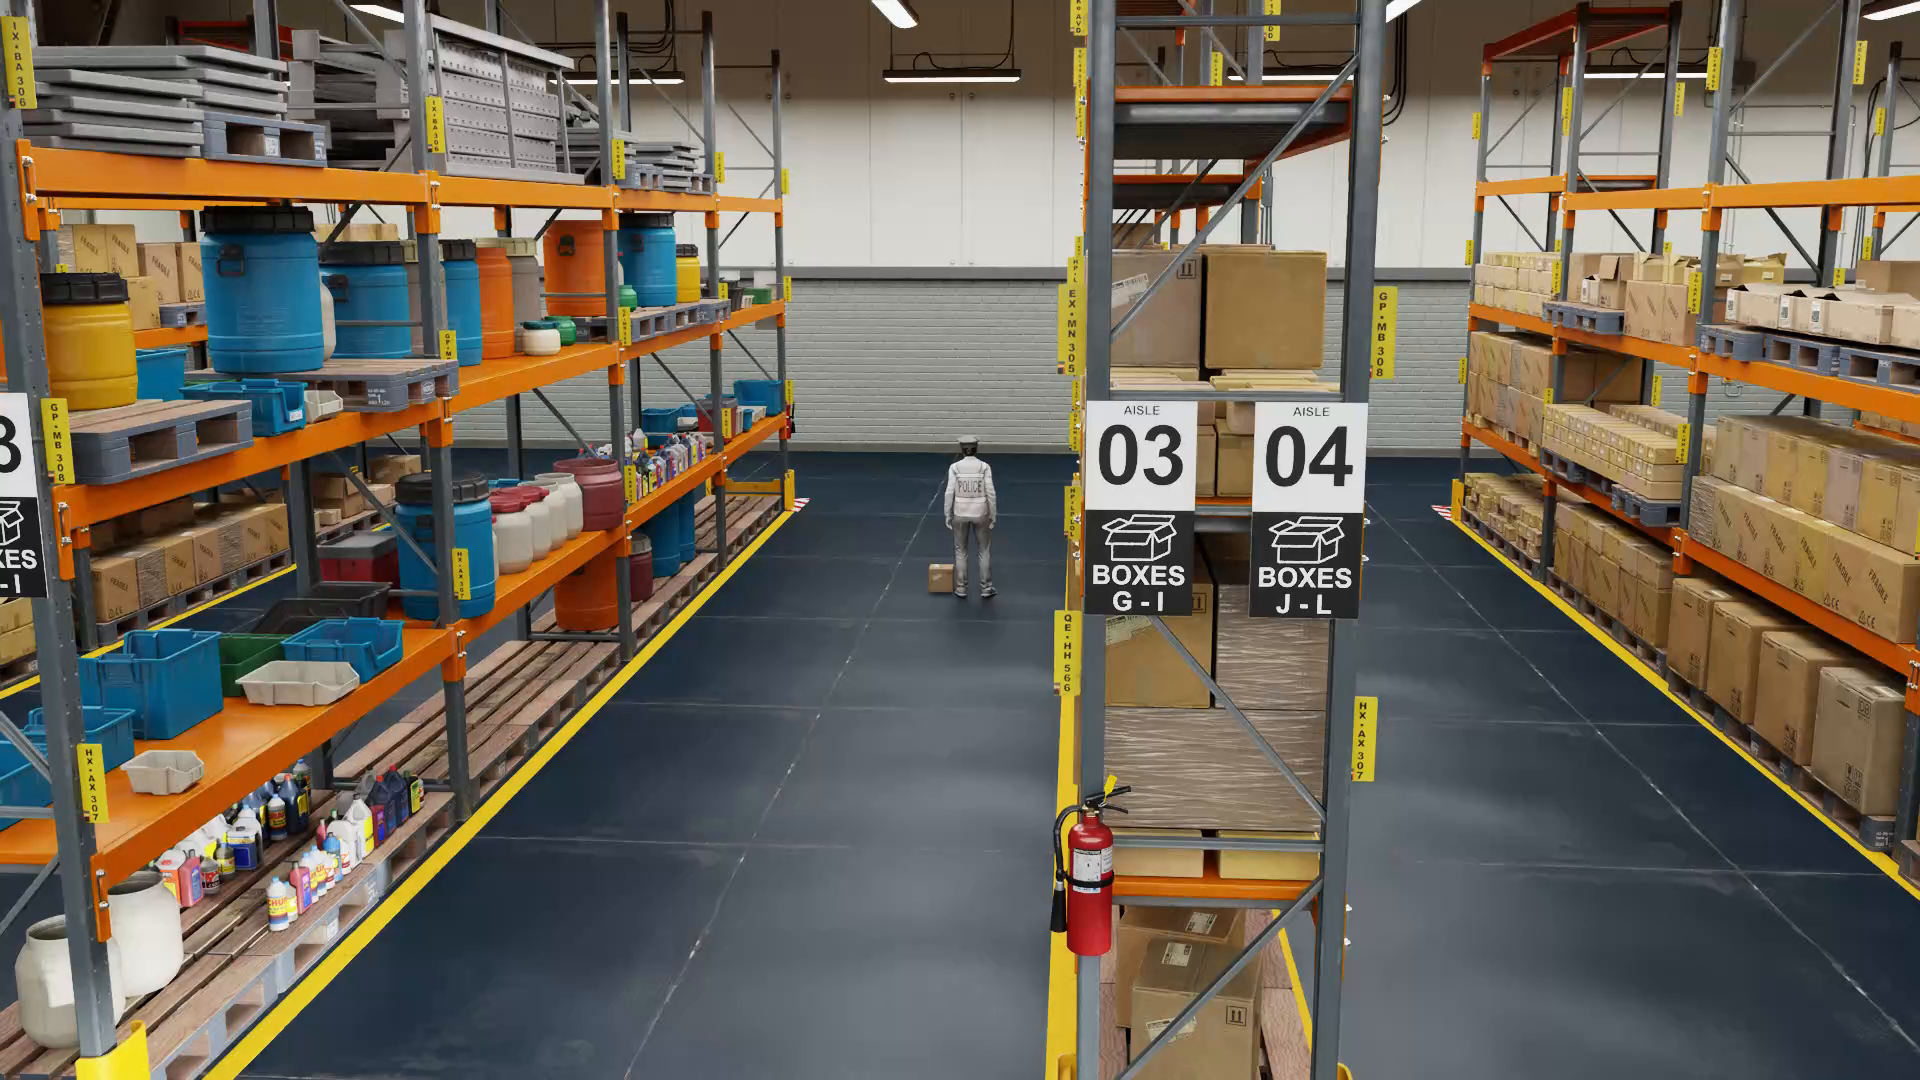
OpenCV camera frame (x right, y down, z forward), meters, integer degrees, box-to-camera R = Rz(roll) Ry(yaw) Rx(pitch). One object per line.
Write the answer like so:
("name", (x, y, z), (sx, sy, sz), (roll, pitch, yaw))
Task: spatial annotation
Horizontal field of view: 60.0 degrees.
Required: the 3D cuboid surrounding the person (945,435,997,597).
("person", (0.110, -0.242, 17.178), (0.541, 1.664, 0.374), (1, 11, 3))
